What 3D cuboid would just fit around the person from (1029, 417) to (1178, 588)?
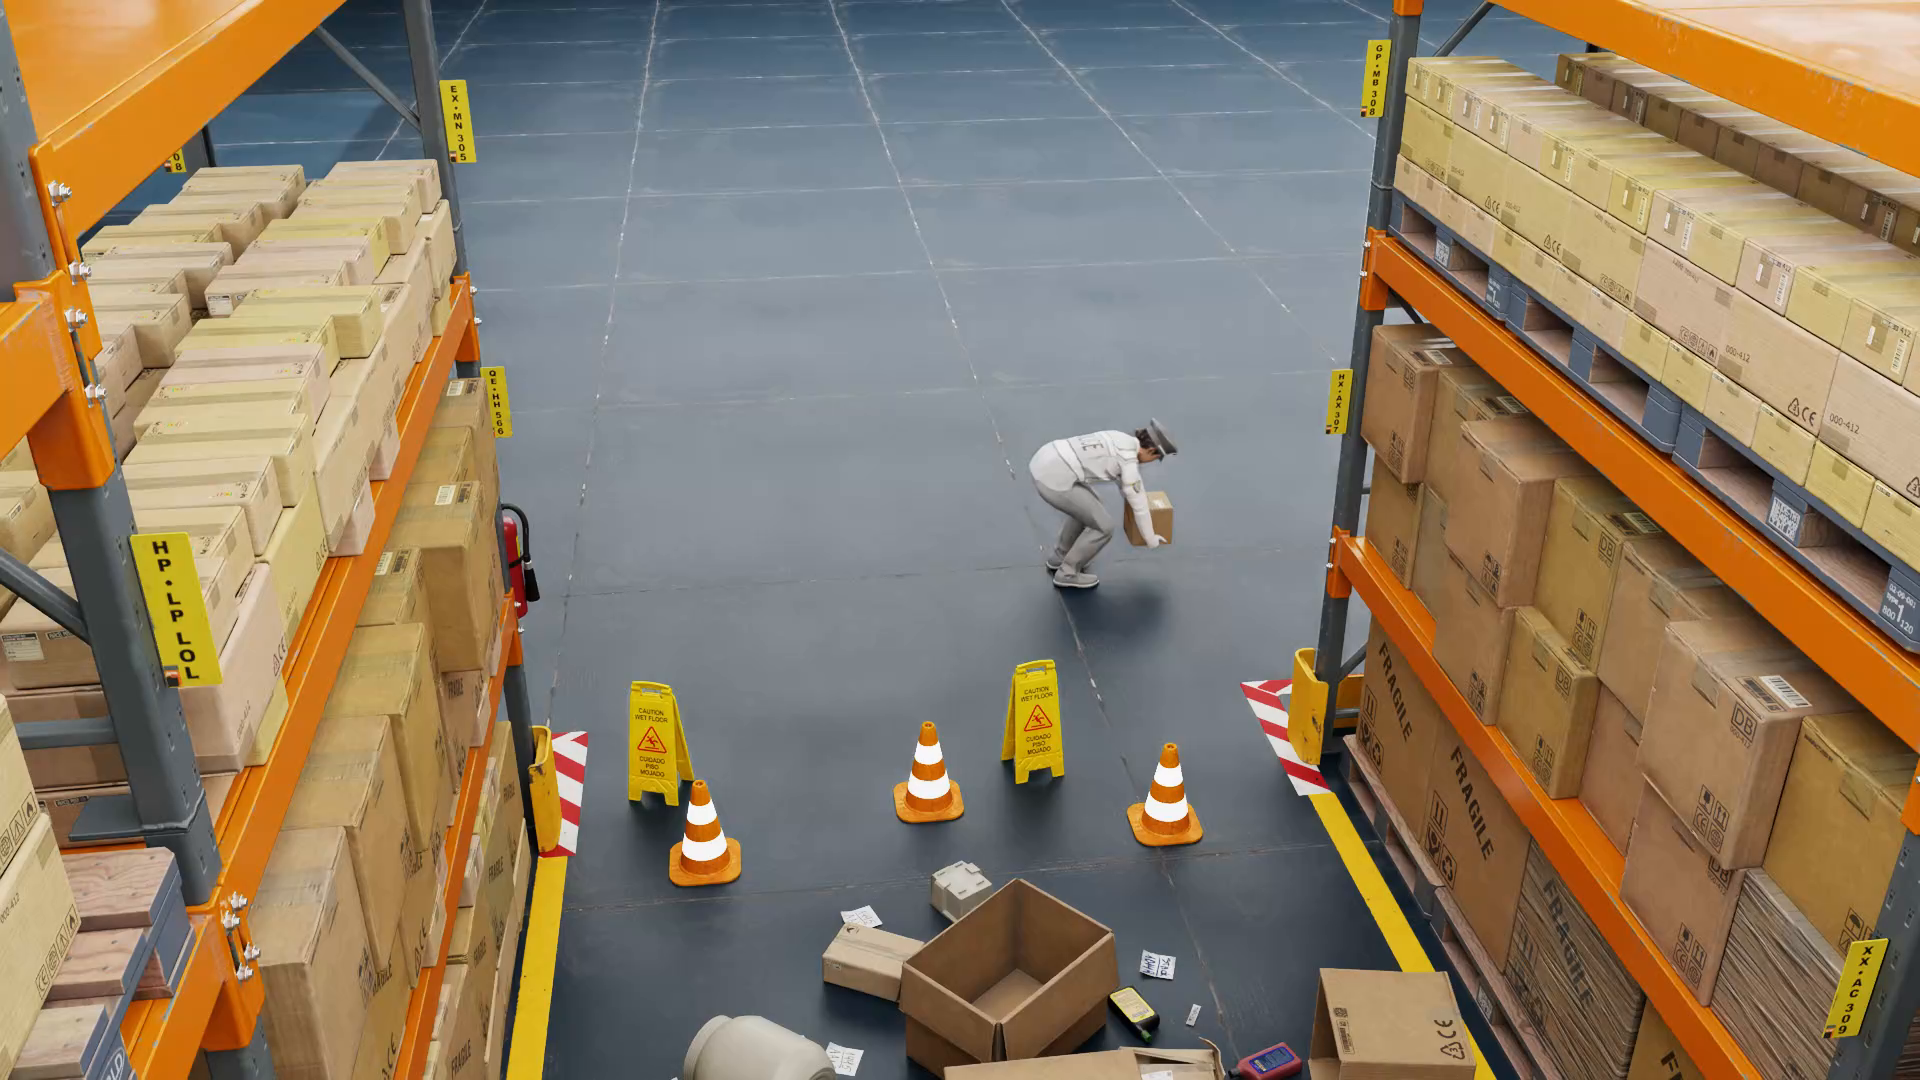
[{"bbox_3d":[0.883,-0.241,10.261,0.921,1.019,0.462,-5,28,-10],"label":"person"}]
